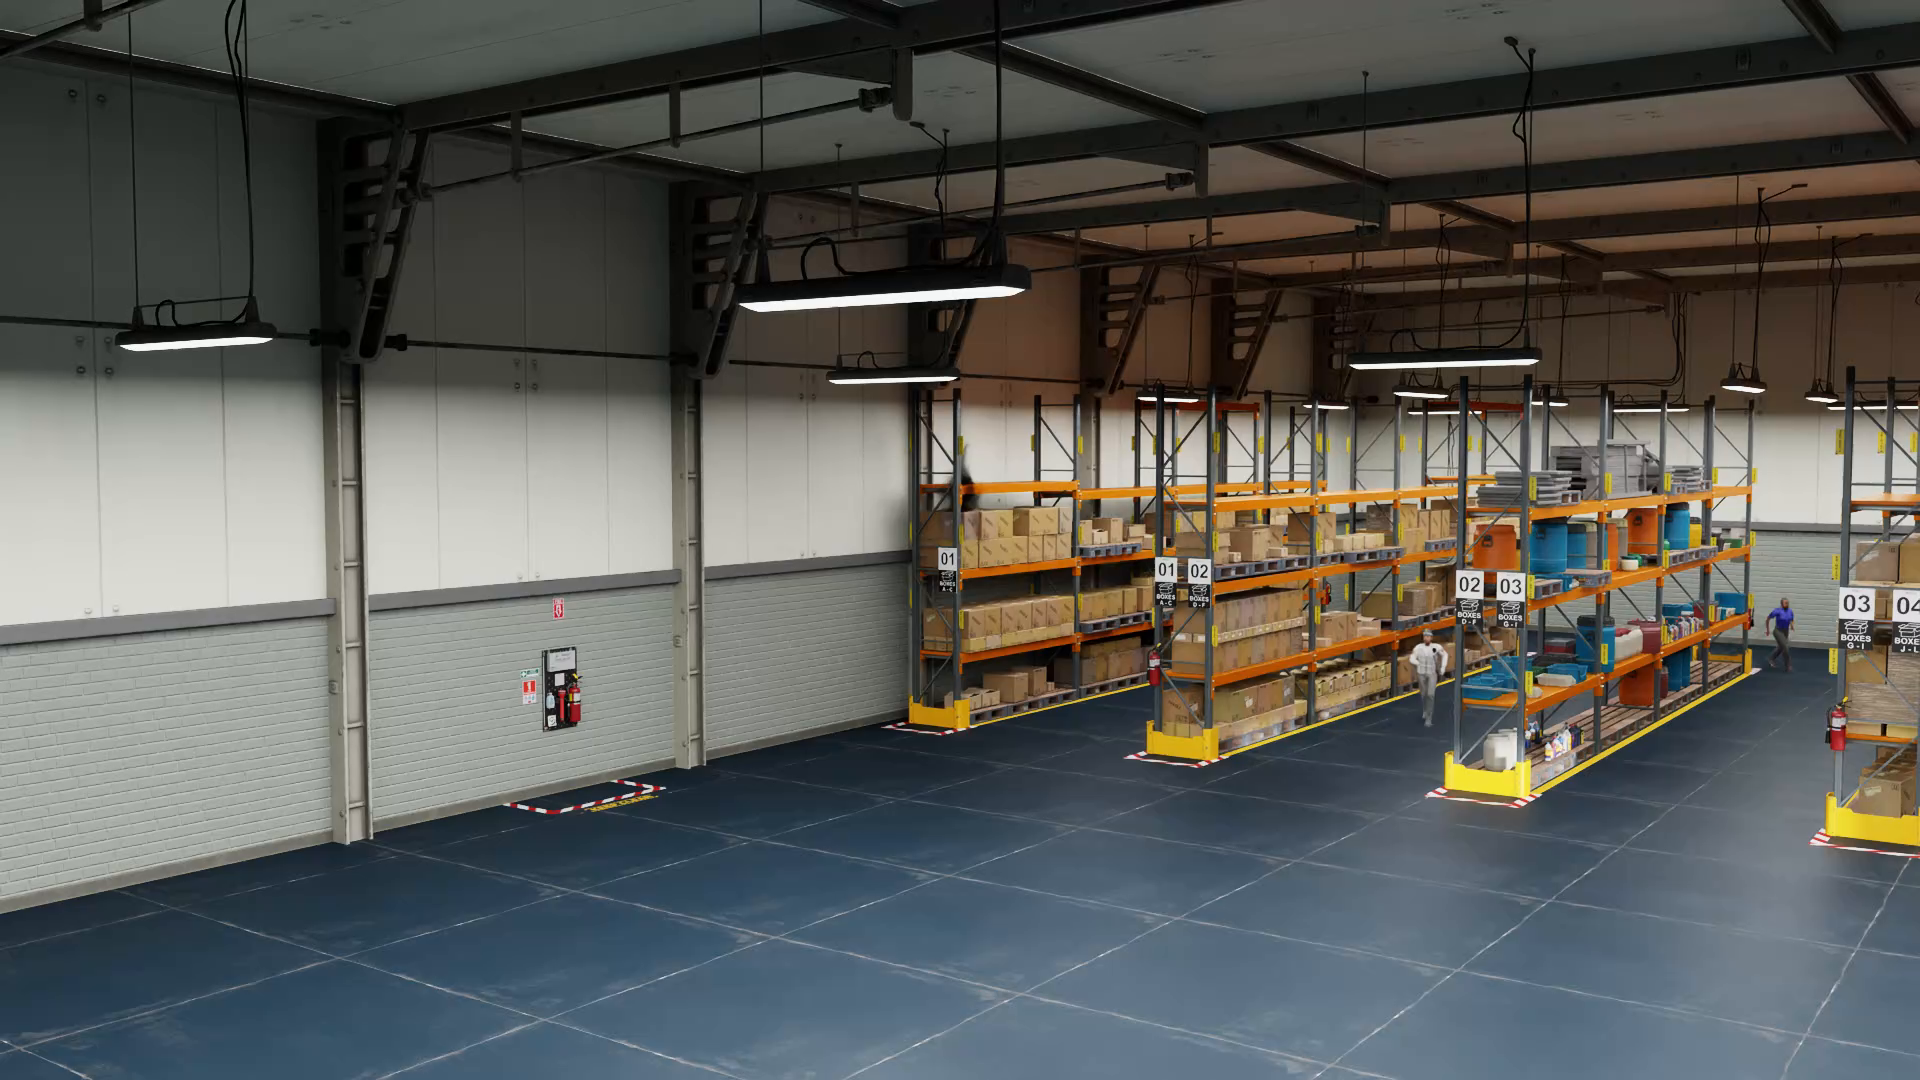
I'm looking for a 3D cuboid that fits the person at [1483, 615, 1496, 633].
[{"bbox_3d":[13.131,1.828,40.988,0.670,1.683,0.710,-2,4,-34],"label":"person"}]

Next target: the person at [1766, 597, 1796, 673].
[{"bbox_3d":[18.216,2.085,36.981,0.562,1.647,0.844,-1,3,-21],"label":"person"}]

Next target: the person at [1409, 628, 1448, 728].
[{"bbox_3d":[8.403,2.444,29.863,0.635,1.732,0.839,2,4,26],"label":"person"}]
